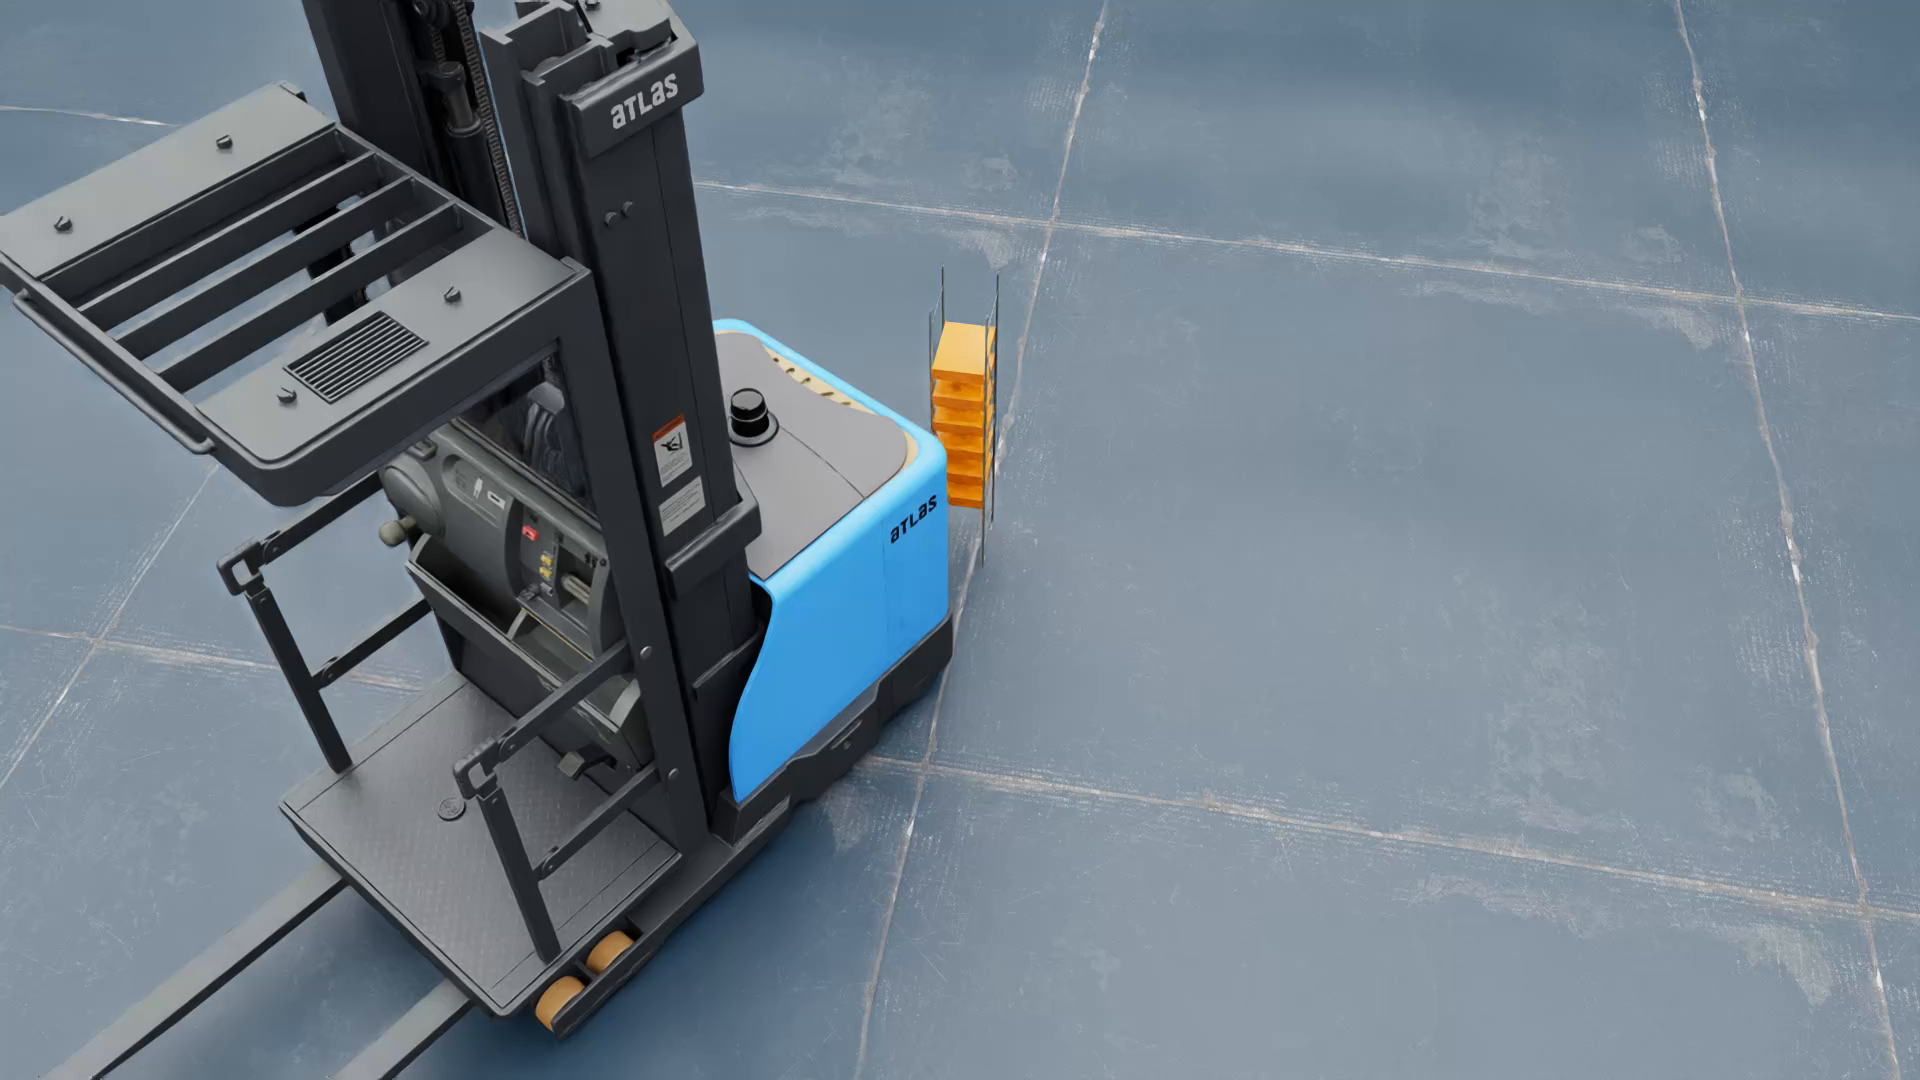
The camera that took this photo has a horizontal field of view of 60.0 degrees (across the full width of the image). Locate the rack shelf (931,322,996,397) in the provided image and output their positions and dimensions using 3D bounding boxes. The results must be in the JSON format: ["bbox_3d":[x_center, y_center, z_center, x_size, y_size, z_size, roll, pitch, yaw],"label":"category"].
[{"bbox_3d":[0.014,-0.610,5.567,0.180,0.103,0.258,8,49,7],"label":"rack shelf"}]

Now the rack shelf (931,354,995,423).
[{"bbox_3d":[0.014,-0.530,5.657,0.180,0.103,0.258,8,49,7],"label":"rack shelf"}]

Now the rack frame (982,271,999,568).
[{"bbox_3d":[0.104,-0.387,5.791,0.006,1.200,0.240,8,49,7],"label":"rack frame"}]

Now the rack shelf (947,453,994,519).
[{"bbox_3d":[0.014,-0.209,6.014,0.180,0.103,0.258,8,49,7],"label":"rack shelf"}]

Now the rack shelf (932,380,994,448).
[{"bbox_3d":[0.014,-0.450,5.746,0.180,0.103,0.258,8,49,7],"label":"rack shelf"}]

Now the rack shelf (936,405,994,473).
[{"bbox_3d":[0.014,-0.369,5.835,0.180,0.103,0.258,8,49,7],"label":"rack shelf"}]

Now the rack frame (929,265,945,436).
[{"bbox_3d":[-0.076,-0.411,5.813,0.006,1.200,0.240,8,49,7],"label":"rack frame"}]

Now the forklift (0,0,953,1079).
[{"bbox_3d":[-1.364,0.047,4.237,1.130,2.935,3.031,32,56,26],"label":"forklift"}]

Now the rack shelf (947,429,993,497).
[{"bbox_3d":[0.014,-0.289,5.924,0.180,0.103,0.258,8,49,7],"label":"rack shelf"}]

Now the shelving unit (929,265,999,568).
[{"bbox_3d":[0.014,-0.399,5.802,0.189,1.200,0.258,8,49,7],"label":"shelving unit"}]
